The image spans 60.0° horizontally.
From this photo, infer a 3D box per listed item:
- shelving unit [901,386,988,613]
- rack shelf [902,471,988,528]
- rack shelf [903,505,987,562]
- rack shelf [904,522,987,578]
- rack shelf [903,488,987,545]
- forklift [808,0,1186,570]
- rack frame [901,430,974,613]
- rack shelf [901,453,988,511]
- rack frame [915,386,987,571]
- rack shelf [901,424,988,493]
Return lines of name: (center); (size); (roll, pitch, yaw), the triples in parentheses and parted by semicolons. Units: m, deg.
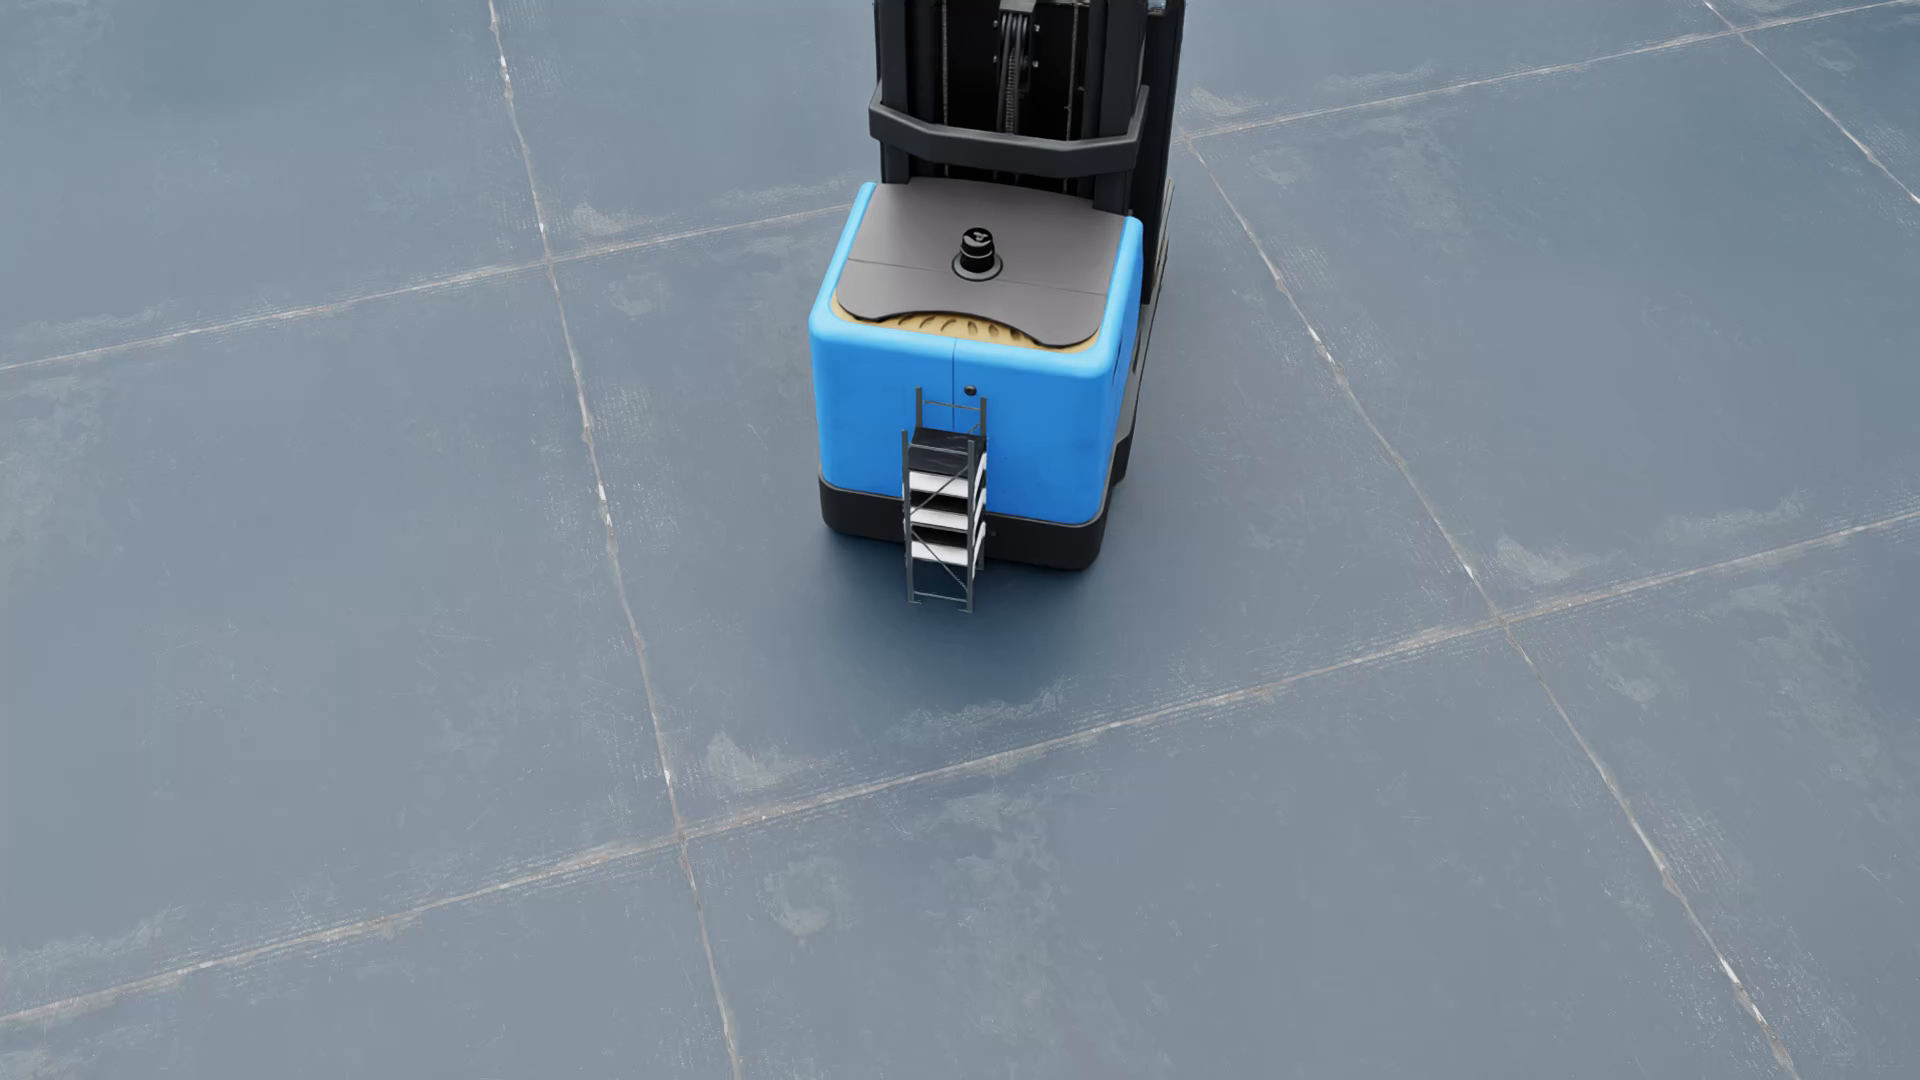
shelving unit: (-0.051, -0.122, 5.764); (0.258, 0.900, 0.210); (9, 50, 8)
rack shelf: (-0.051, -0.158, 5.721); (0.258, 0.077, 0.200); (9, 50, 8)
rack shelf: (-0.051, -0.042, 5.858); (0.258, 0.077, 0.200); (9, 50, 8)
rack shelf: (-0.051, 0.016, 5.927); (0.258, 0.077, 0.200); (9, 50, 8)
rack shelf: (-0.051, -0.100, 5.789); (0.258, 0.077, 0.200); (9, 50, 8)
forklift: (0.289, -1.990, 6.011); (1.130, 2.935, 3.031); (9, 50, 8)
rack frame: (-0.072, -0.046, 5.700); (0.240, 0.900, 0.006); (9, 50, 8)
rack shelf: (-0.051, -0.216, 5.652); (0.258, 0.077, 0.200); (9, 50, 8)
rack frame: (-0.030, -0.198, 5.828); (0.240, 0.900, 0.006); (9, 50, 8)
rack shelf: (-0.051, -0.274, 5.583); (0.258, 0.077, 0.200); (9, 50, 8)
